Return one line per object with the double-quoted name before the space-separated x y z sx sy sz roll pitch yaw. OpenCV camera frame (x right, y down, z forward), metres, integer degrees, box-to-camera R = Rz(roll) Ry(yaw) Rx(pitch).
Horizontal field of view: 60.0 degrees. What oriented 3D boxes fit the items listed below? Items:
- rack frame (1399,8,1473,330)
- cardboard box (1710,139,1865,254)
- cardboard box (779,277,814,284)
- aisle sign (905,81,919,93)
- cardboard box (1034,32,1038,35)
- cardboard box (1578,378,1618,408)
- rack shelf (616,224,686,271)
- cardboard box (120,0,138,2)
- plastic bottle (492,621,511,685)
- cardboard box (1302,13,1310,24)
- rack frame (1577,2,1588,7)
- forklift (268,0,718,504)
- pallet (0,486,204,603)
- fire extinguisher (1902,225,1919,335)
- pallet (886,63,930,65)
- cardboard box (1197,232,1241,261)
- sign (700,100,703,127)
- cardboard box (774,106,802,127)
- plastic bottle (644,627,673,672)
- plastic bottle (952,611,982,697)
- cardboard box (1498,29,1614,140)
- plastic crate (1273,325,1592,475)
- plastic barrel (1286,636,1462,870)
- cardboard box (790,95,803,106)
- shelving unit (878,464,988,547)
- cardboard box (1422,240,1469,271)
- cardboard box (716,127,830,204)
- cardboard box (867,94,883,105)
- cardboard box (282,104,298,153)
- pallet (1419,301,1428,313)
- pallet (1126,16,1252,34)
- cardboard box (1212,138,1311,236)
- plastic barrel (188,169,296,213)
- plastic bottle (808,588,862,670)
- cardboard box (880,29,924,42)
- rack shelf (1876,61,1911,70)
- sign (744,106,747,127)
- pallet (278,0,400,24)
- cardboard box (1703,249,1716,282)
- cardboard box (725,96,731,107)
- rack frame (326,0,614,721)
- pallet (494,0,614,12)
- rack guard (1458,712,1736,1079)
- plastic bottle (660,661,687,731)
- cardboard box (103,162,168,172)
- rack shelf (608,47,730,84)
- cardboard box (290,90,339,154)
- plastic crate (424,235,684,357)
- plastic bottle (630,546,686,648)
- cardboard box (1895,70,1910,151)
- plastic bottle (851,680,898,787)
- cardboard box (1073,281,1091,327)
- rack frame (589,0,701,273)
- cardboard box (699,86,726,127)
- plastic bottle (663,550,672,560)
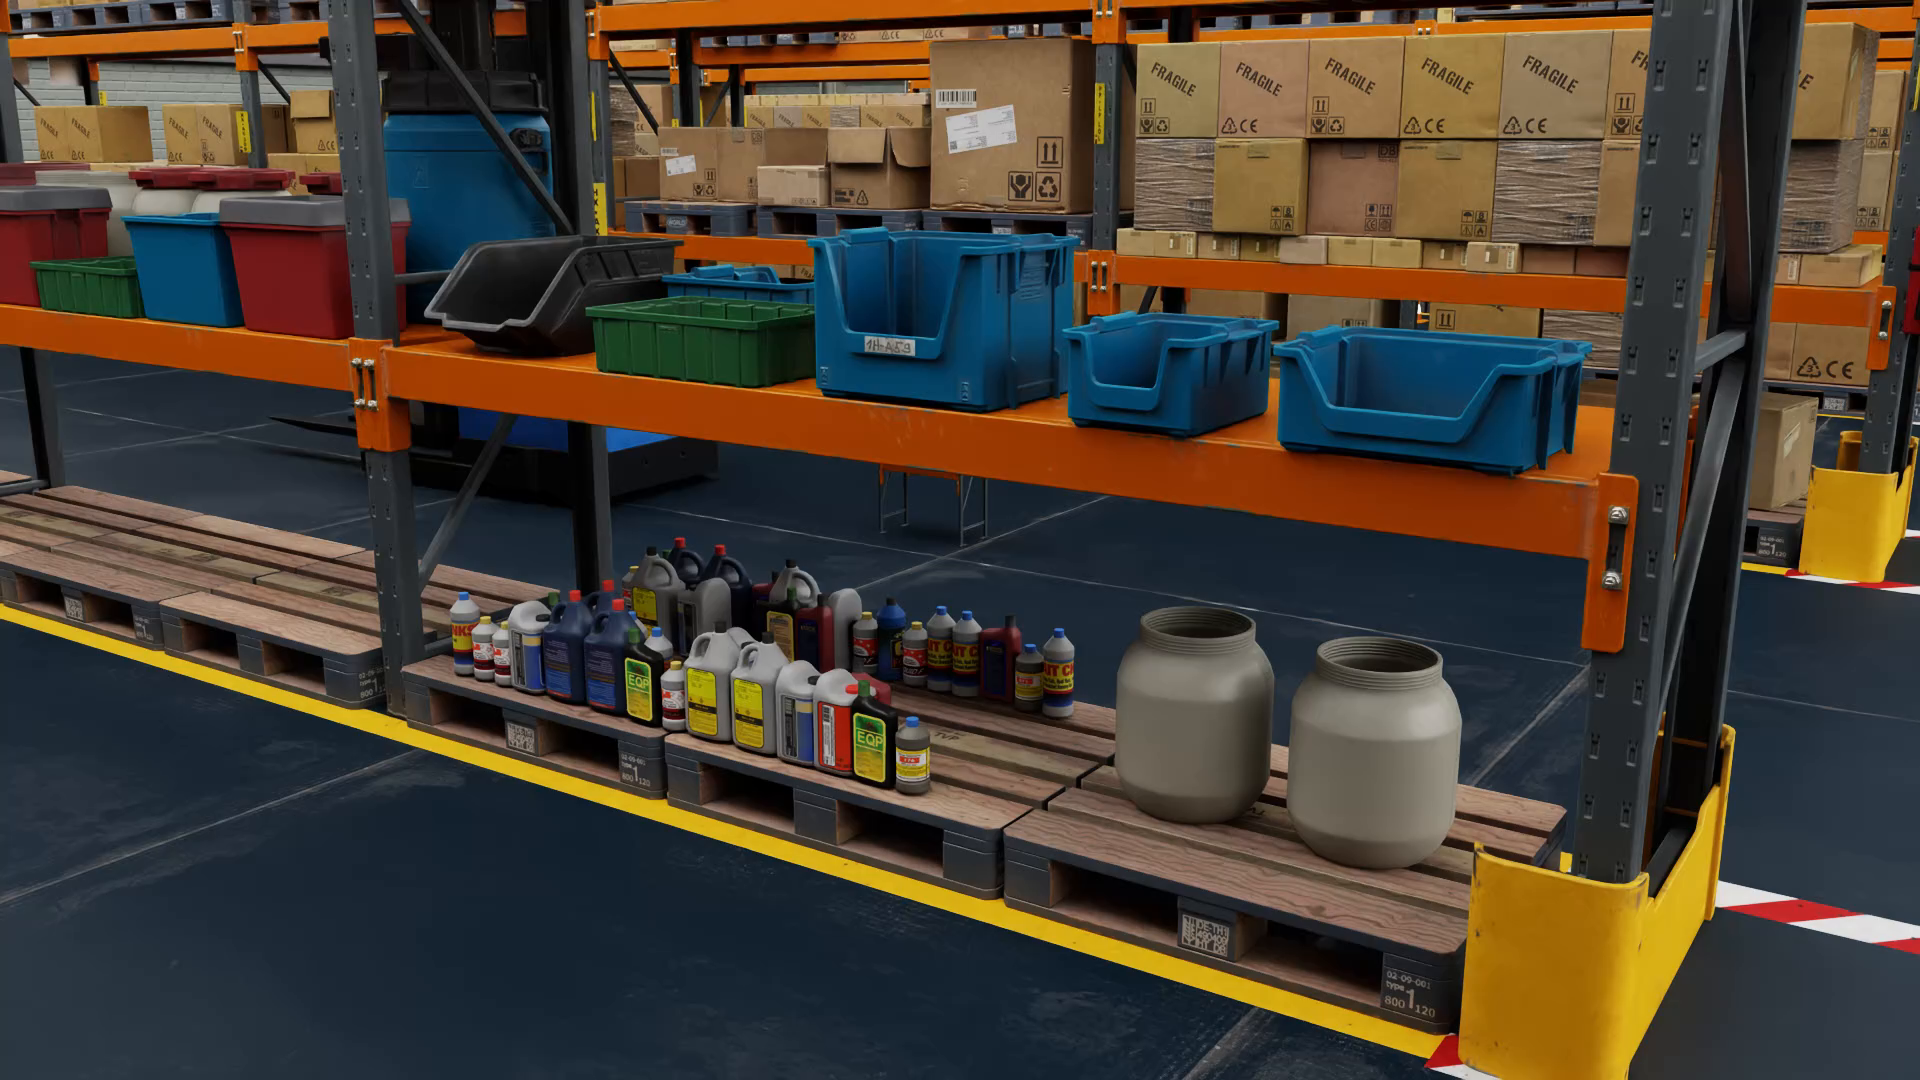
"rack frame" 3.935 -2.896 13.778 0.127 3.000 1.000 9 17 33
"cardboard box" 3.961 -1.656 7.943 0.500 0.500 0.875 9 17 33
"cardboard box" -1.218 -1.668 11.544 0.500 0.250 0.500 12 18 39
"aisle sign" -0.797 -7.708 27.809 0.004 0.787 0.394 9 17 33
"cardboard box" 0.830 -6.276 20.803 0.250 0.166 0.380 8 16 29
"cardboard box" 3.378 -0.535 8.569 0.500 0.500 0.500 -12 18 -39
"rack shelf" -3.896 -2.376 13.175 4.000 0.370 1.077 9 17 33
"cardboard box" -7.036 -5.014 14.805 0.500 0.500 0.700 10 17 35
"plastic bottle" -1.493 0.370 5.496 0.097 0.201 0.097 0 14 0
"cardboard box" 4.075 -5.808 19.093 0.500 0.500 0.700 9 17 33
"rack frame" 6.614 -6.808 17.099 0.127 3.000 1.000 9 17 33
"forklift" -2.932 -1.863 9.751 3.031 2.935 1.130 9 16 31
"pallet" -4.379 -0.004 7.899 1.213 0.211 1.003 9 17 33
"fire extinguisher" 4.240 -1.239 7.247 0.183 0.674 0.296 9 17 33
"pallet" -0.698 -6.494 22.256 1.213 0.211 1.003 9 17 33
"cardboard box" 1.517 -1.645 9.250 0.250 0.149 0.380 9 17 33
"sign" -1.941 -3.090 12.317 0.005 0.325 0.100 9 17 33
"cardboard box" -2.240 -5.783 23.152 0.500 0.500 0.500 9 17 32
"plastic bottle" -0.944 0.407 5.200 0.097 0.271 0.097 0 14 0
"plastic bottle" 0.023 0.363 5.375 0.097 0.271 0.097 0 14 0
"cardboard box" 2.976 -2.220 8.141 0.500 0.500 0.500 9 17 33
"plastic crate" 1.055 -0.331 3.729 0.616 0.251 0.499 9 17 33
"plastic barrel" 1.049 0.535 4.225 0.421 0.512 0.421 0 14 0
"cardboard box" -2.135 -6.074 22.981 0.250 0.149 0.380 9 17 33
"shelving unit" -0.137 -0.605 8.269 0.503 1.200 0.258 9 17 33
"cardboard box" 2.578 -1.486 8.608 0.250 0.149 0.380 9 17 33
"cardboard box" -1.247 -2.590 11.460 0.500 0.500 0.700 12 19 41
"cardboard box" -1.037 -5.918 22.350 0.250 0.149 0.380 9 17 32
"cardboard box" -5.810 -3.544 14.529 0.500 0.500 0.500 9 17 33
"pallet" 4.950 -2.810 19.236 1.213 0.211 1.003 9 17 33
"pallet" 2.109 -4.571 14.698 1.213 0.211 1.003 10 17 35
"cardboard box" 1.817 -1.966 9.197 0.500 0.500 0.875 9 17 33
"plastic barrel" -2.962 -1.269 6.924 0.433 0.535 0.433 0 14 0
"plastic bottle" -0.426 0.297 5.636 0.135 0.276 0.152 10 17 34
"cardboard box" -0.422 -5.027 15.938 0.500 0.500 0.500 9 17 33
"rack shelf" 11.040 -5.725 20.462 4.000 0.370 1.077 9 17 33
"sign" -2.396 -4.642 18.422 0.005 0.325 0.100 9 17 33
"pallet" -4.767 -4.243 13.377 1.217 0.209 0.805 8 16 31
"cardboard box" 3.607 -1.316 7.919 0.250 0.149 0.380 9 17 33
"cardboard box" -3.203 -6.251 23.695 0.250 0.149 0.380 10 17 34
"rack frame" -1.681 -0.933 5.848 0.127 3.000 1.000 9 17 33
"pallet" -2.800 -3.897 11.973 1.003 0.211 1.213 10 17 35
"rack guard" 1.548 0.816 3.985 0.348 0.500 1.175 9 17 33
"plastic bottle" -0.865 0.471 5.086 0.097 0.201 0.097 0 14 0
"cardboard box" -7.341 -3.277 15.014 0.500 0.250 0.500 9 16 32
"rack shelf" -4.363 -5.343 18.921 4.000 0.370 1.077 9 17 33
"cardboard box" -5.021 -3.444 13.700 0.637 0.503 0.797 9 16 31
"plastic crate" -1.318 -0.807 5.470 0.504 0.338 0.767 9 17 33
"plastic bottle" -1.067 0.197 5.881 0.185 0.351 0.144 9 17 33
"cardboard box" 6.968 -3.014 11.695 0.550 0.550 0.875 9 17 33
"plastic bottle" -0.238 0.538 4.645 0.133 0.283 0.061 10 17 34
"cardboard box" 1.071 -2.444 15.762 0.750 0.750 1.050 9 16 32
"rack frame" -2.236 -2.457 12.005 0.127 3.000 1.000 9 17 33
"cardboard box" -2.942 -4.756 18.385 0.500 0.500 0.500 10 17 34
"plastic bottle" -1.098 0.171 6.127 0.133 0.283 0.061 10 17 36
